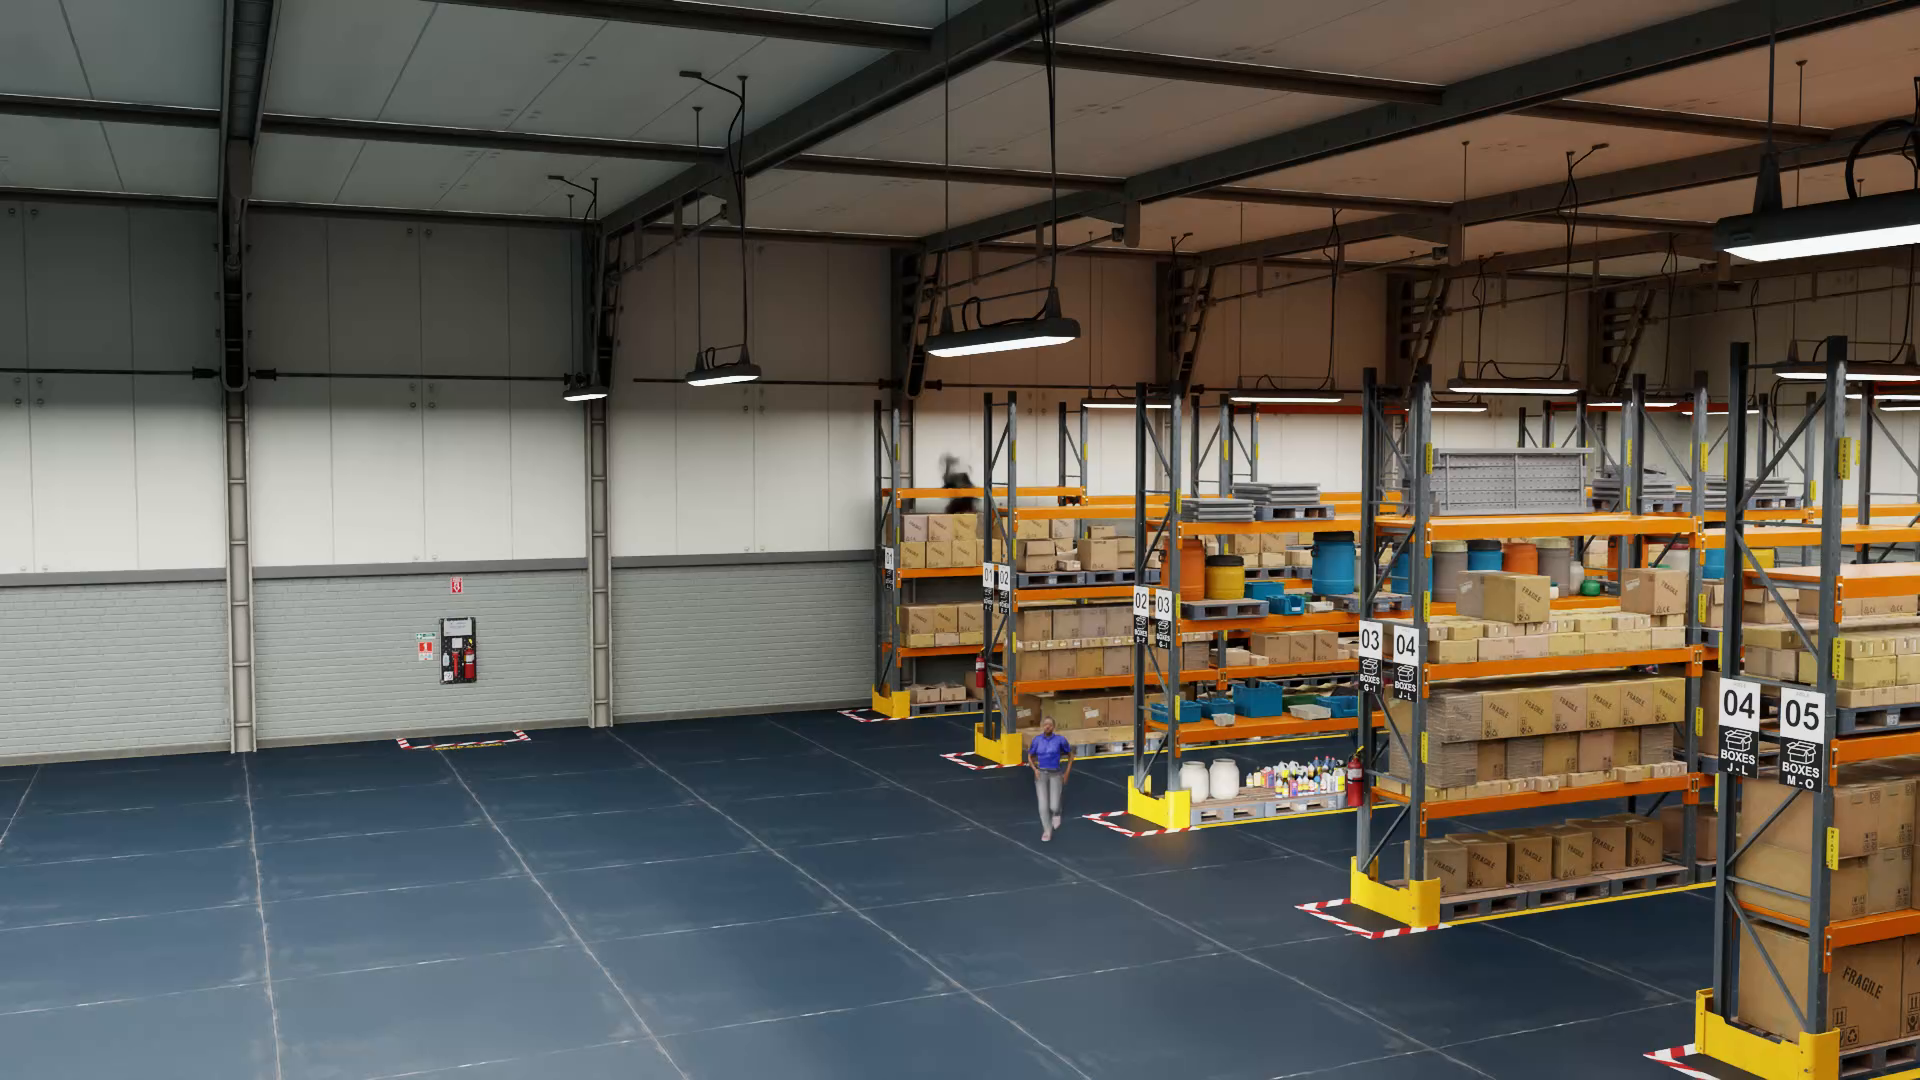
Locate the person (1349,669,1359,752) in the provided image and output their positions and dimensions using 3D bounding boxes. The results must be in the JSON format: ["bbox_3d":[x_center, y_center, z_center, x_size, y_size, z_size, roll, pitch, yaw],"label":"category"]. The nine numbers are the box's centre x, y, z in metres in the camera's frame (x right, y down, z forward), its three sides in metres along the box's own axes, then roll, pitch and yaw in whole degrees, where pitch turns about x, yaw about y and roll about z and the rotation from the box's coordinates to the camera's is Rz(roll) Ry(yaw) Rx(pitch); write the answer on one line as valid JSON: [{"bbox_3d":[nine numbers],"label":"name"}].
[{"bbox_3d":[6.494,2.835,26.770,0.583,1.569,0.547,-2,4,-30],"label":"person"}]

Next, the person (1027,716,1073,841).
[{"bbox_3d":[1.163,3.100,21.751,0.574,1.613,0.592,0,3,8],"label":"person"}]
